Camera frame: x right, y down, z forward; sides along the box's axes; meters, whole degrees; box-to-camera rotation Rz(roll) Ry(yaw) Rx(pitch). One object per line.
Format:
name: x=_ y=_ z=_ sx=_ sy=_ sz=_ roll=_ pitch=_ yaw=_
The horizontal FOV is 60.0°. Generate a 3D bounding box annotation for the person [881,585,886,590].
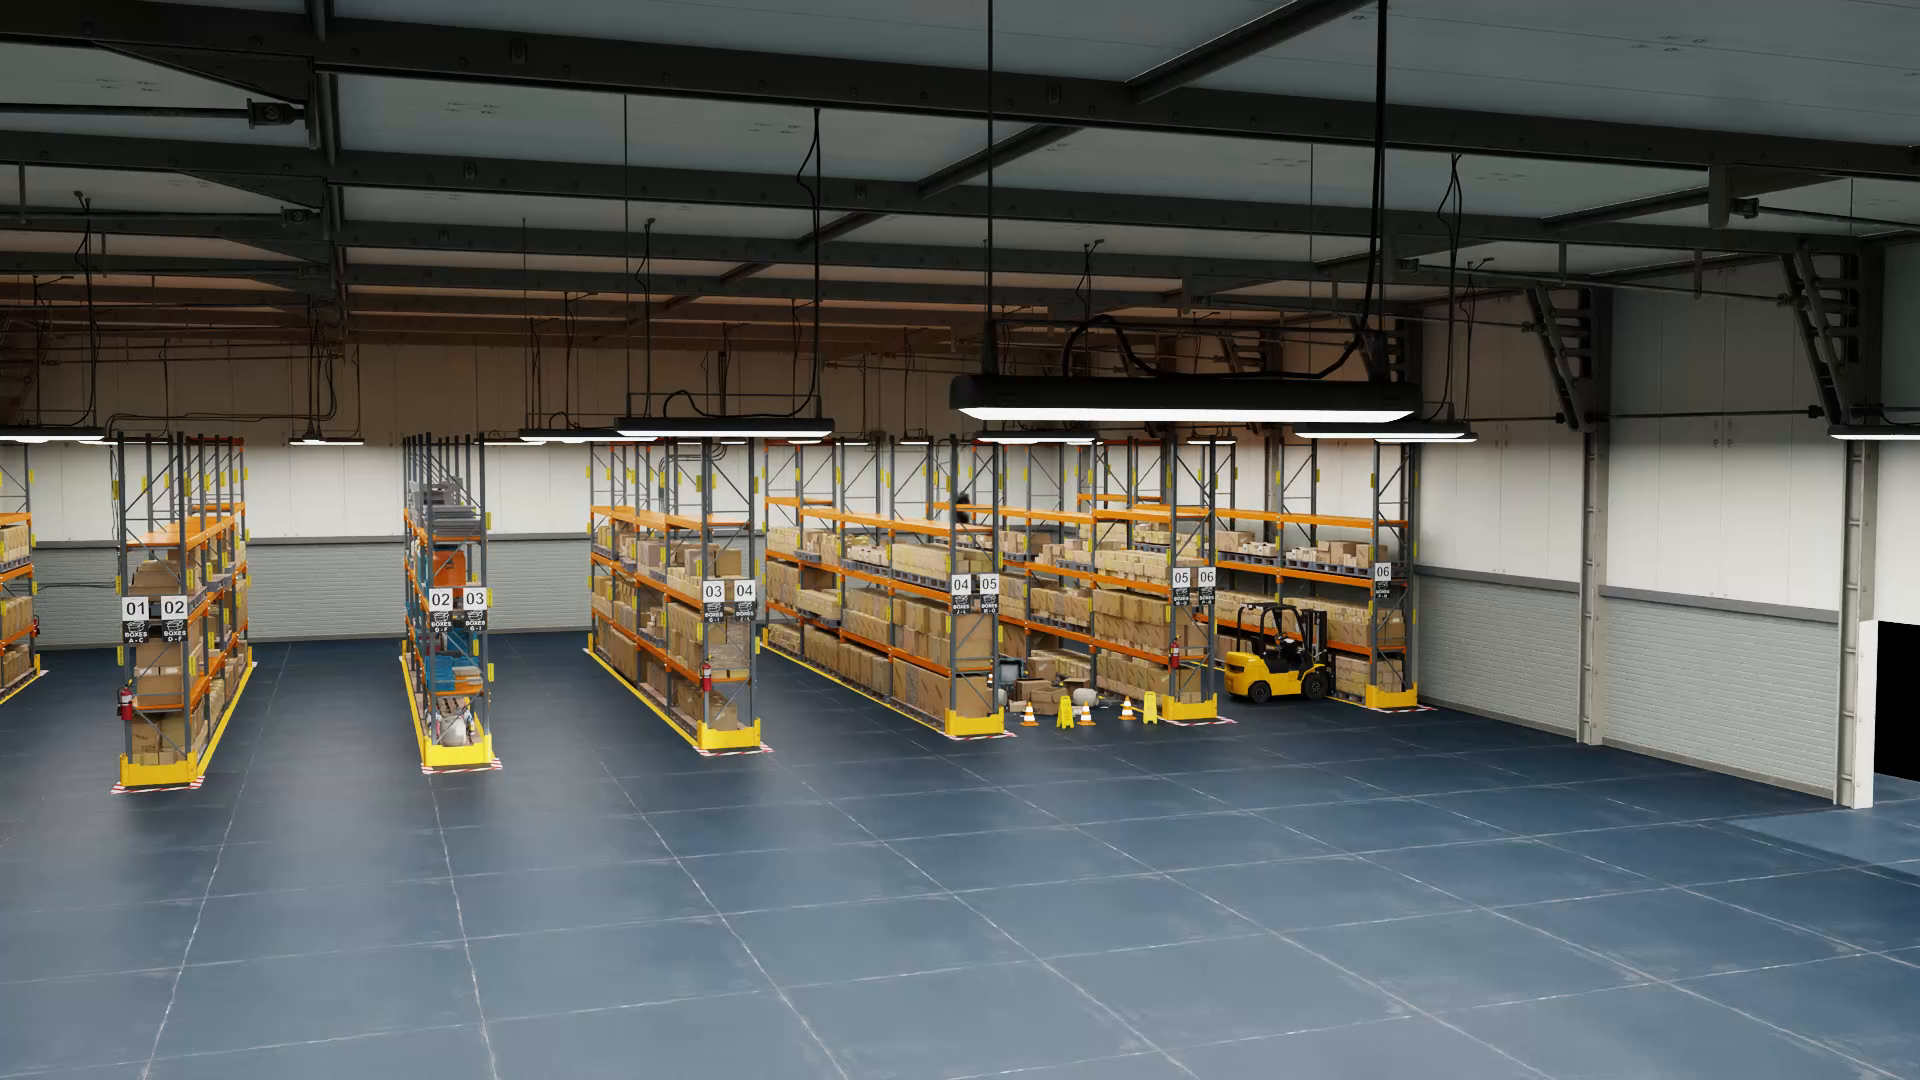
person: x=-2.262 y=2.143 z=50.796 sx=0.598 sy=1.554 sz=0.522 roll=-2 pitch=4 yaw=-33

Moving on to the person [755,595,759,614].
person: x=-6.231 y=2.174 z=49.064 sx=0.698 sy=1.669 sz=0.509 roll=2 pitch=4 yaw=27

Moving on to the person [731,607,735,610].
person: x=-6.002 y=2.373 z=45.408 sx=0.745 sy=1.748 sz=1.096 roll=-1 pitch=3 yaw=-25
